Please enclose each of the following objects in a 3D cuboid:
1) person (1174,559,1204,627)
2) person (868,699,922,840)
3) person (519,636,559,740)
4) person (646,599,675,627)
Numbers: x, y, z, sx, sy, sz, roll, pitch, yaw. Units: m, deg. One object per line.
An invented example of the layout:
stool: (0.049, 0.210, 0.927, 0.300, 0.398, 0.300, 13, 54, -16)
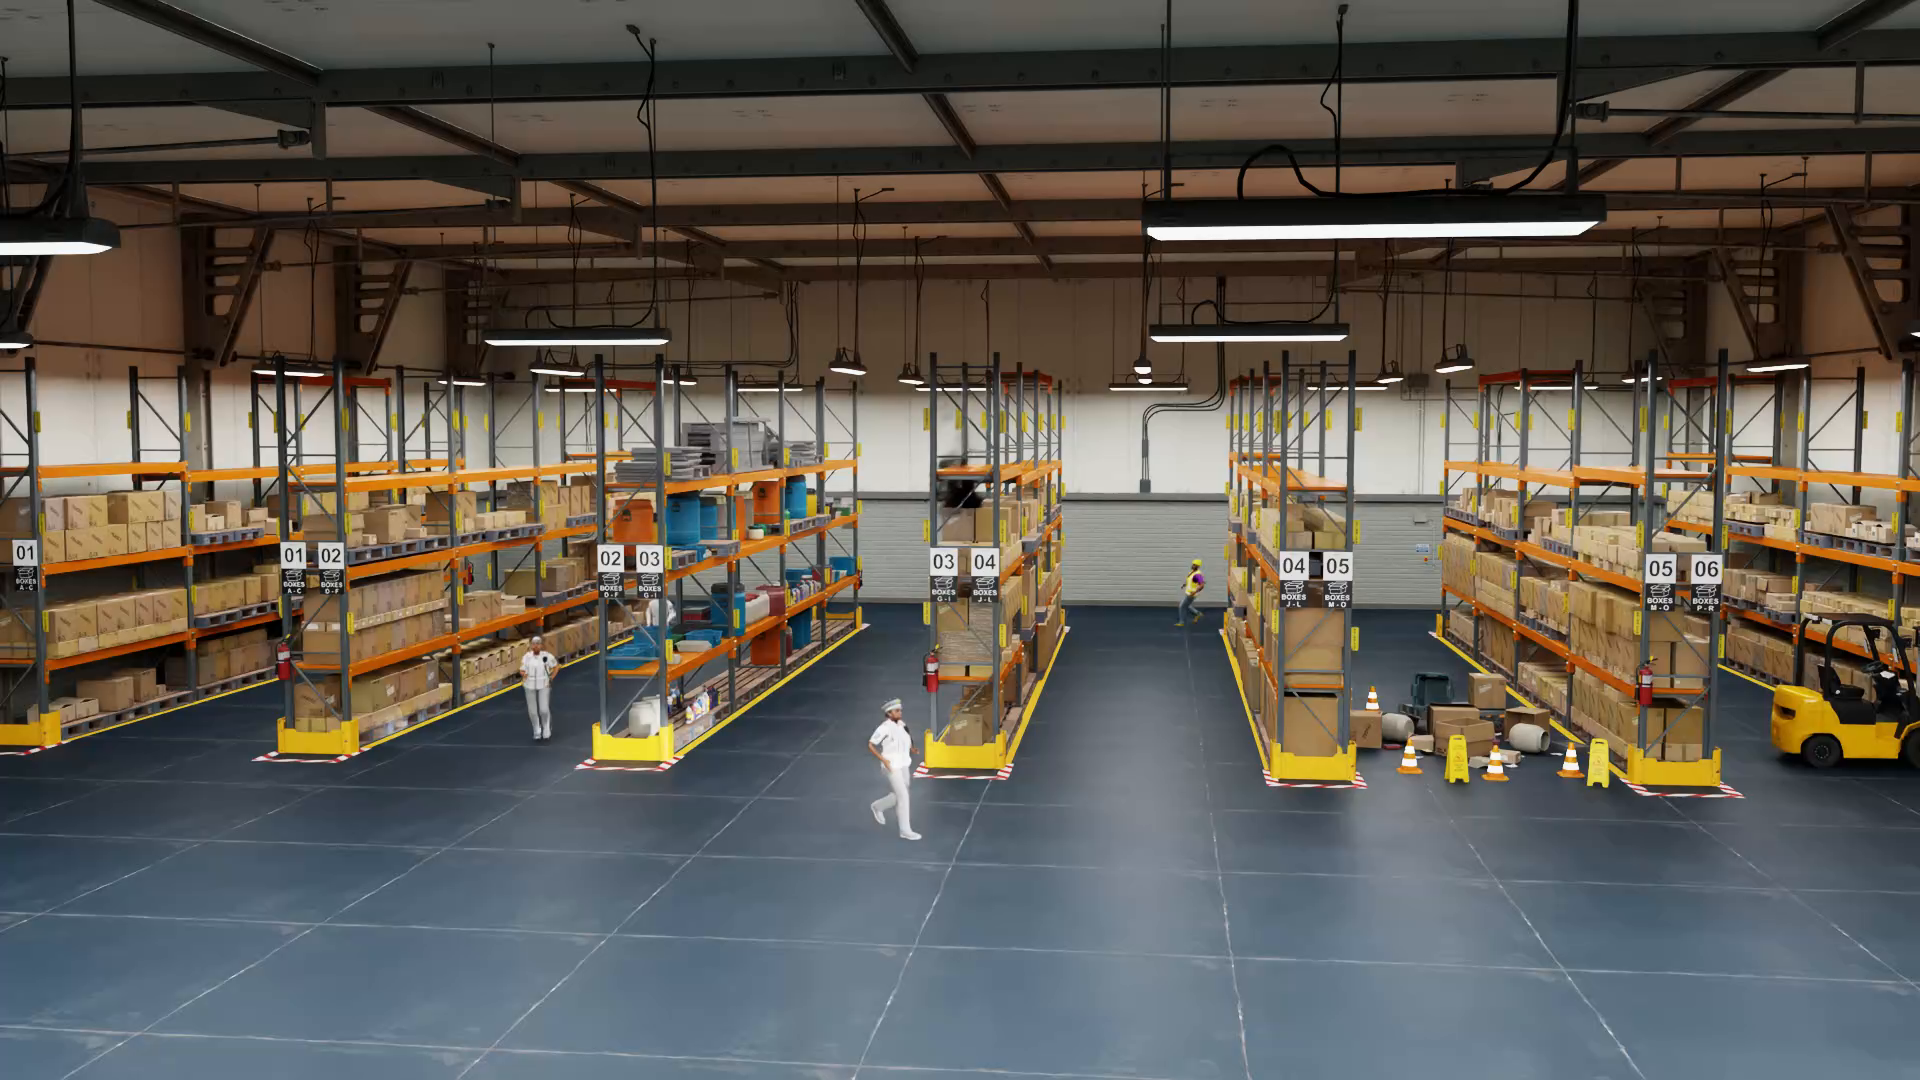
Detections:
person: (5.587, 1.298, 40.471, 0.708, 1.686, 0.770, 0, 4, 1)
person: (-0.798, 2.740, 20.096, 0.832, 1.669, 0.588, 3, 5, 37)
person: (-6.626, 2.336, 26.099, 0.591, 1.638, 0.576, 0, 4, -4)
person: (-6.182, 1.762, 34.243, 0.607, 1.644, 0.575, 0, 4, -2)
